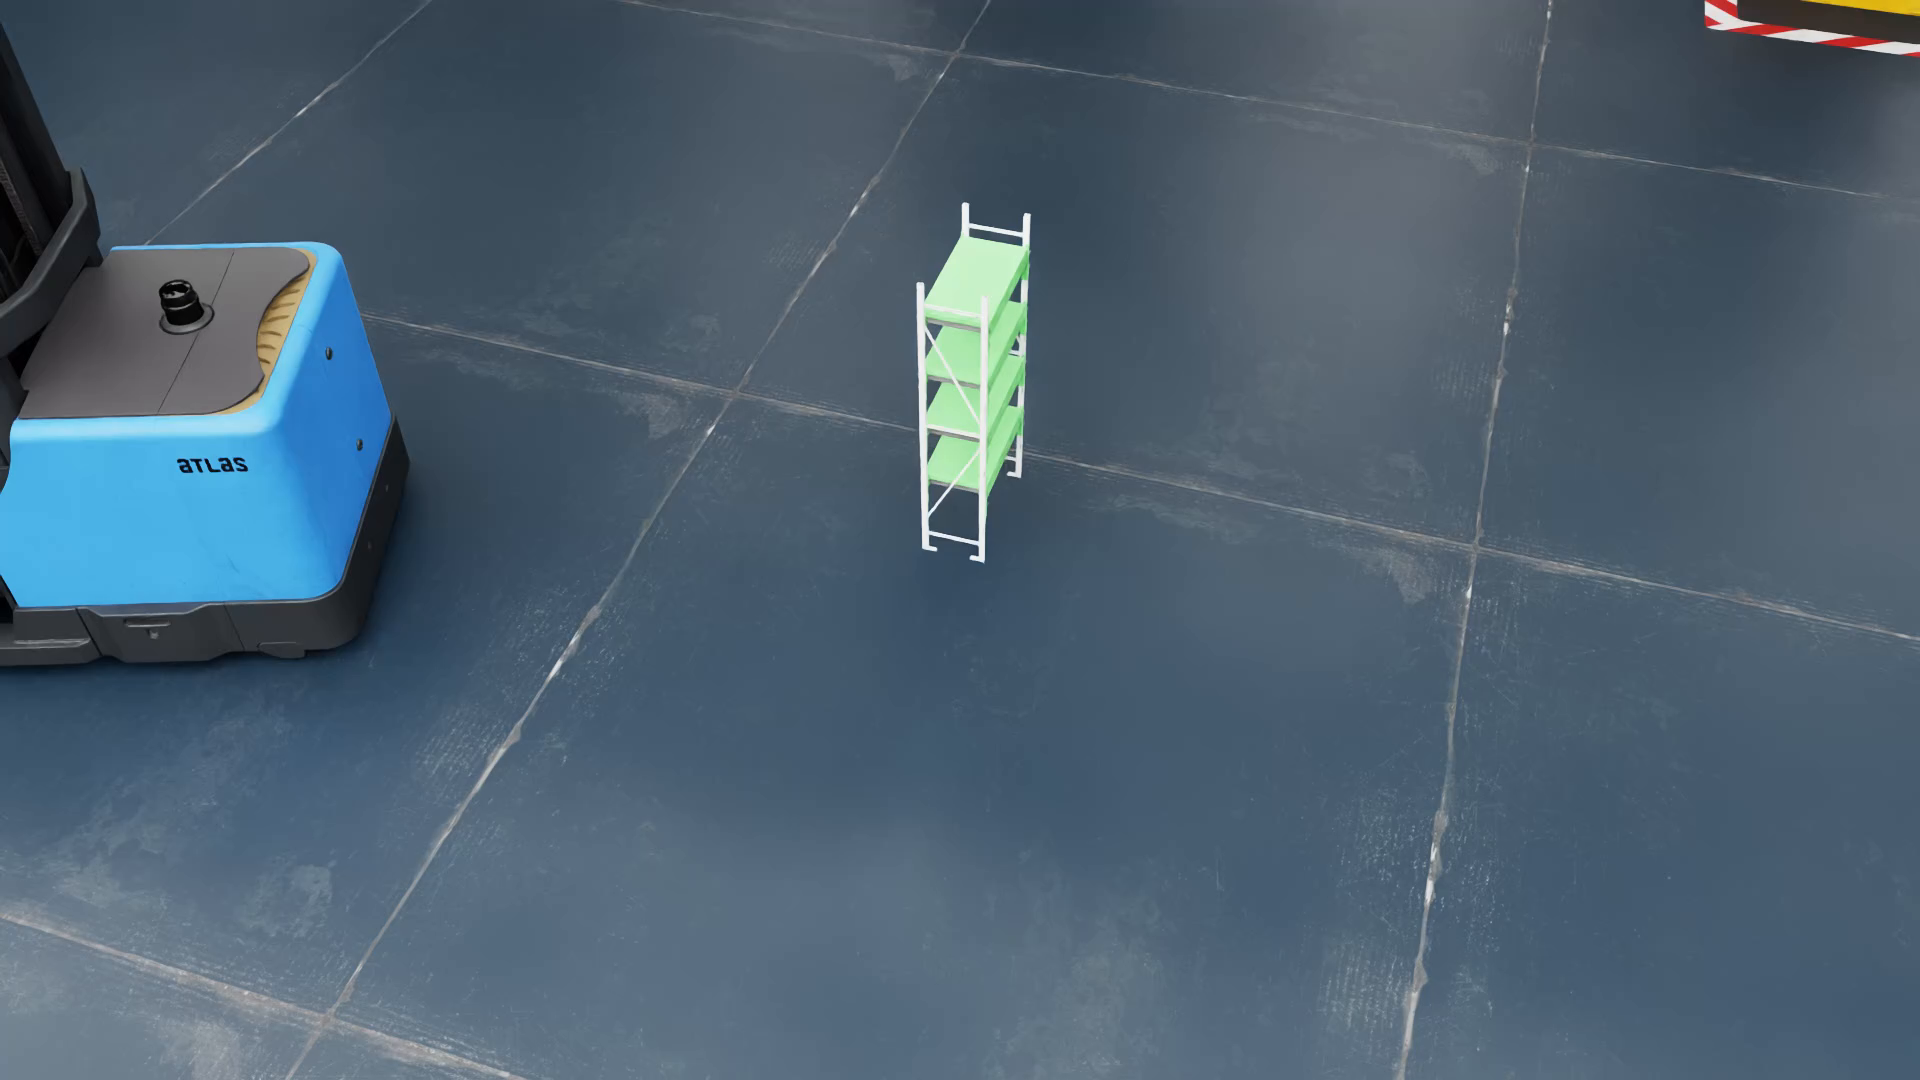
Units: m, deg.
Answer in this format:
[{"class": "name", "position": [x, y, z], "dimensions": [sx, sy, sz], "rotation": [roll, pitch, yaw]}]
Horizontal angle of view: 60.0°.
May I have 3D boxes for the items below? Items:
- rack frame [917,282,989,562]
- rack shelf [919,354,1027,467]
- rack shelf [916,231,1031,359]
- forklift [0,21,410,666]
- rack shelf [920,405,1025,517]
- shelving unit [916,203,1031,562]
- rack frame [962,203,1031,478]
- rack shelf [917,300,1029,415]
[{"class": "rack frame", "position": [-0.024, -0.377, 5.777], "dimensions": [0.240, 1.200, 0.015], "rotation": [13, 46, 12]}, {"class": "rack shelf", "position": [0.050, -0.494, 5.988], "dimensions": [0.258, 0.148, 0.480], "rotation": [13, 46, 12]}, {"class": "rack shelf", "position": [0.050, -0.837, 5.652], "dimensions": [0.258, 0.148, 0.480], "rotation": [13, 46, 12]}, {"class": "forklift", "position": [-3.628, -0.945, 5.120], "dimensions": [3.031, 2.935, 1.130], "rotation": [-2, 44, -2]}, {"class": "rack shelf", "position": [0.050, -0.322, 6.156], "dimensions": [0.258, 0.148, 0.480], "rotation": [13, 46, 12]}, {"class": "shelving unit", "position": [0.050, -0.539, 5.943], "dimensions": [0.258, 1.200, 0.503], "rotation": [13, 46, 12]}, {"class": "rack frame", "position": [0.124, -0.702, 6.109], "dimensions": [0.240, 1.200, 0.015], "rotation": [13, 46, 12]}, {"class": "rack shelf", "position": [0.050, -0.665, 5.820], "dimensions": [0.258, 0.148, 0.480], "rotation": [13, 46, 12]}]
